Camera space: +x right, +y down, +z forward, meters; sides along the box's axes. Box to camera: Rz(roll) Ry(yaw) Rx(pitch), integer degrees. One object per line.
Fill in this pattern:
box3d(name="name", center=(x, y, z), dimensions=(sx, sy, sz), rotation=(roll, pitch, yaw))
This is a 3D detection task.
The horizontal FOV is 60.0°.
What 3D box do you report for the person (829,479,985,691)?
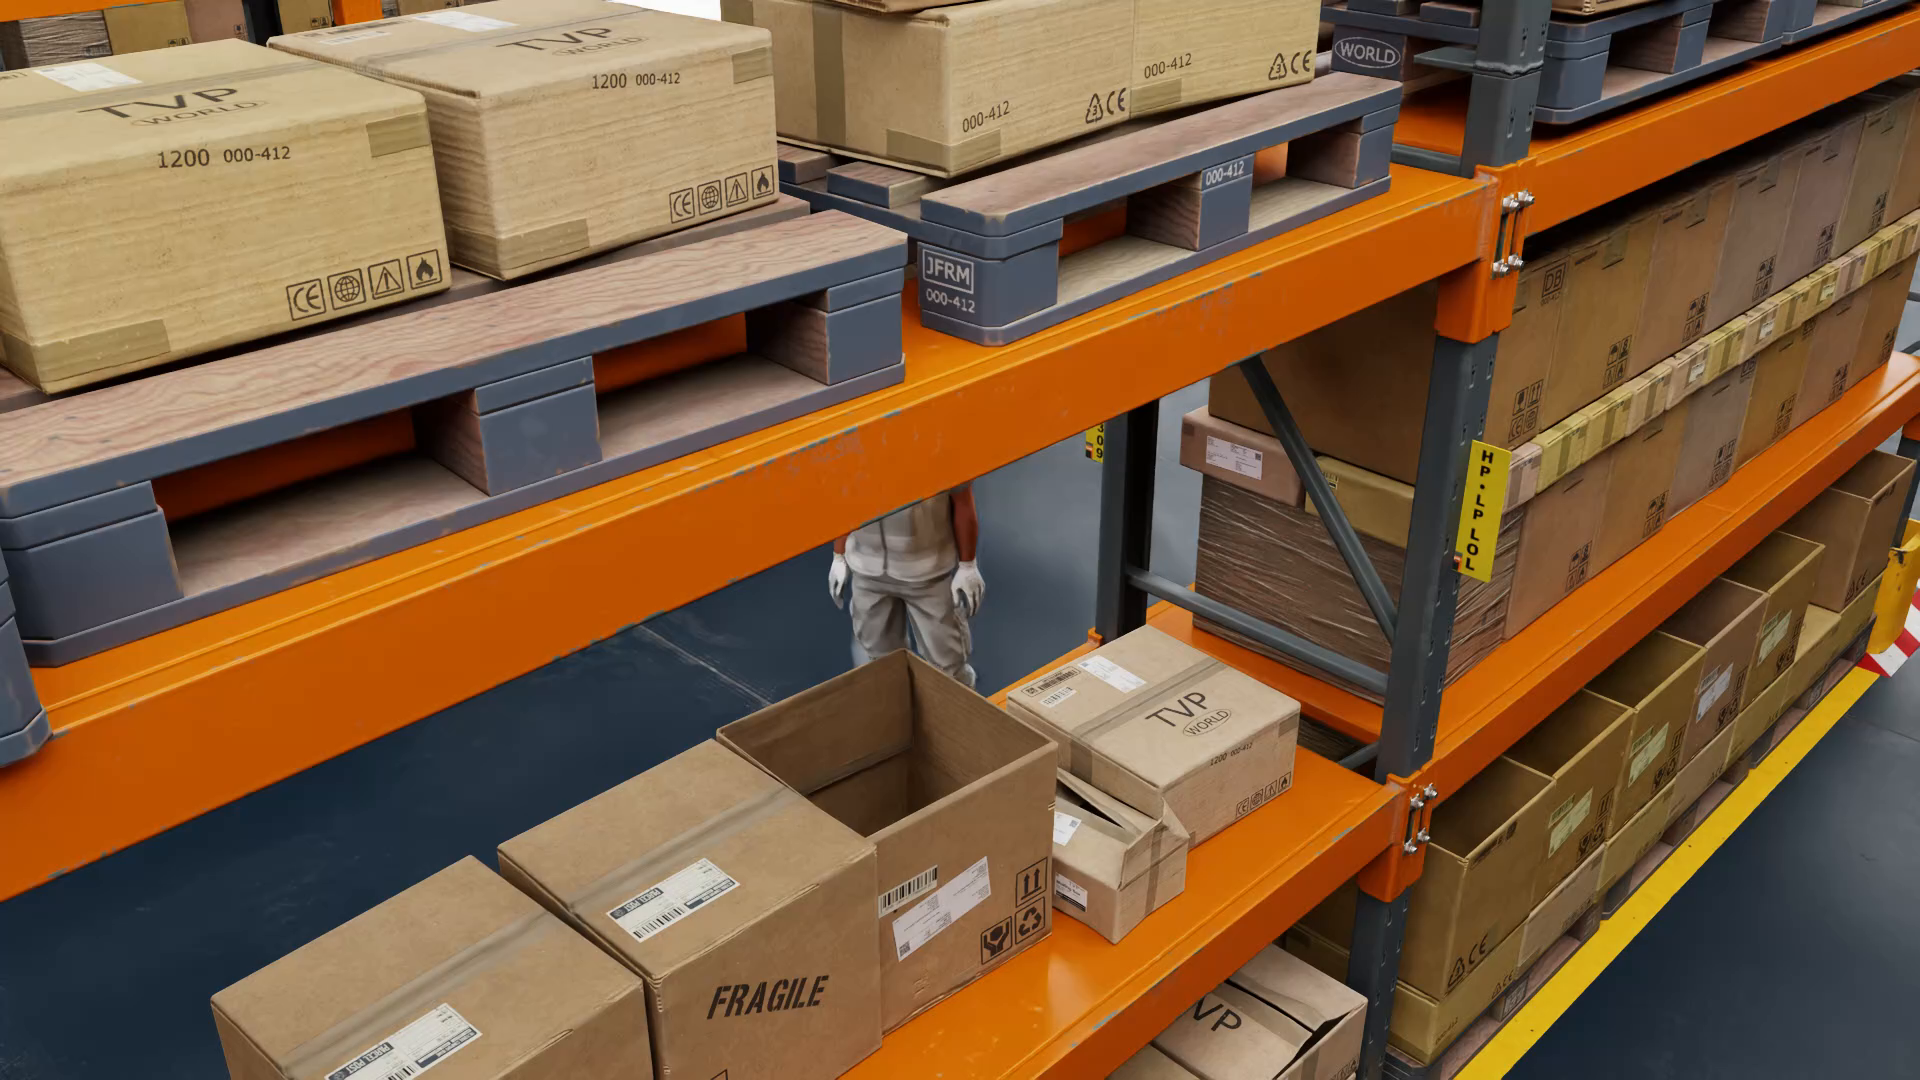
box3d(name="person", center=(-0.173, 0.074, 5.931), dimensions=(0.580, 1.785, 0.571), rotation=(9, 29, 17))
